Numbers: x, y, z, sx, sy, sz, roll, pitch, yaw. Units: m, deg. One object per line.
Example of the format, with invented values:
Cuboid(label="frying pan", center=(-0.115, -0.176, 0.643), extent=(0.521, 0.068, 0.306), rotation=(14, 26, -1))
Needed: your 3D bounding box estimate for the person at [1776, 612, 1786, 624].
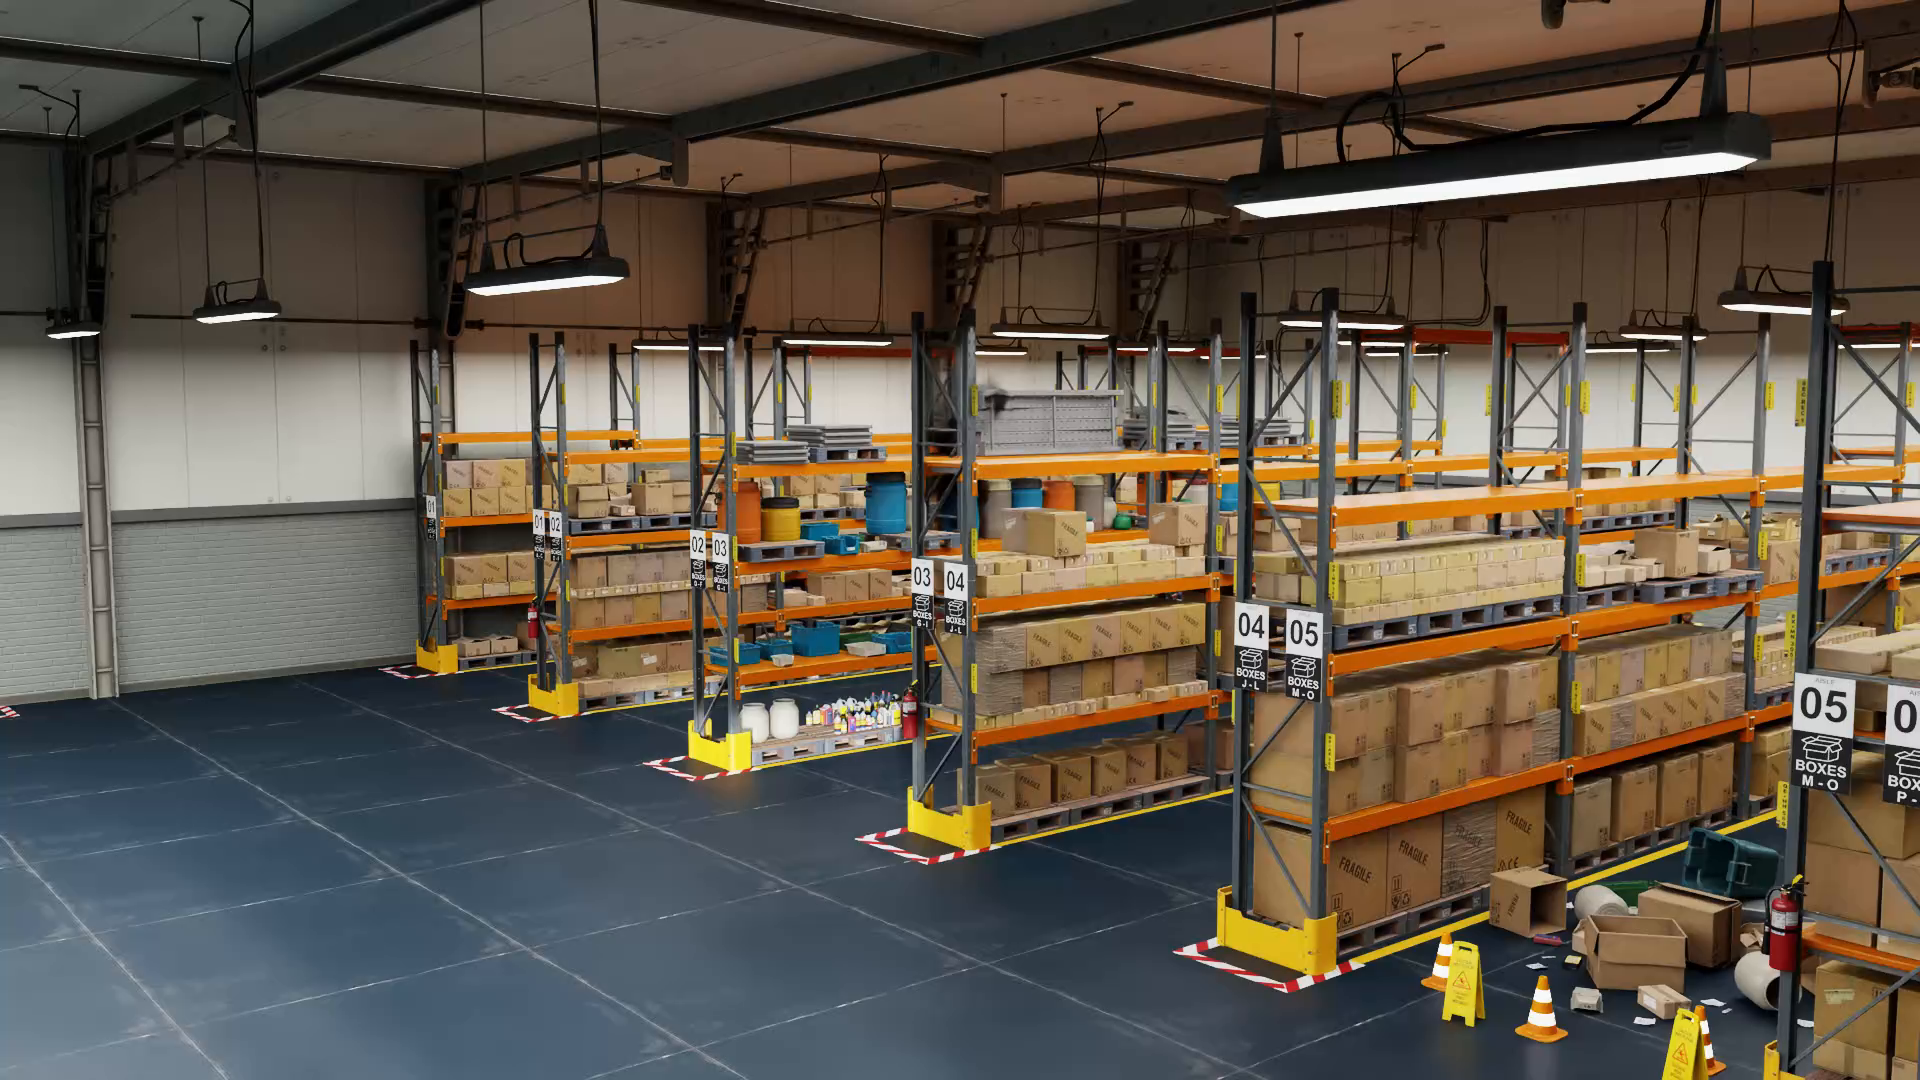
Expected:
Cuboid(label="person", center=(12.511, 1.957, 25.261), extent=(0.730, 1.740, 0.690), rotation=(-3, 6, -31))

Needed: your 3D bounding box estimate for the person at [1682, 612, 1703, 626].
Cuboid(label="person", center=(11.392, 1.888, 26.130), extent=(0.711, 1.728, 0.576), rotation=(5, 7, 45))

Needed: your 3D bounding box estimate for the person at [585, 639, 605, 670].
Cuboid(label="person", center=(-6.242, 1.725, 28.652), extent=(0.558, 1.608, 0.592), rotation=(5, 7, 42))
